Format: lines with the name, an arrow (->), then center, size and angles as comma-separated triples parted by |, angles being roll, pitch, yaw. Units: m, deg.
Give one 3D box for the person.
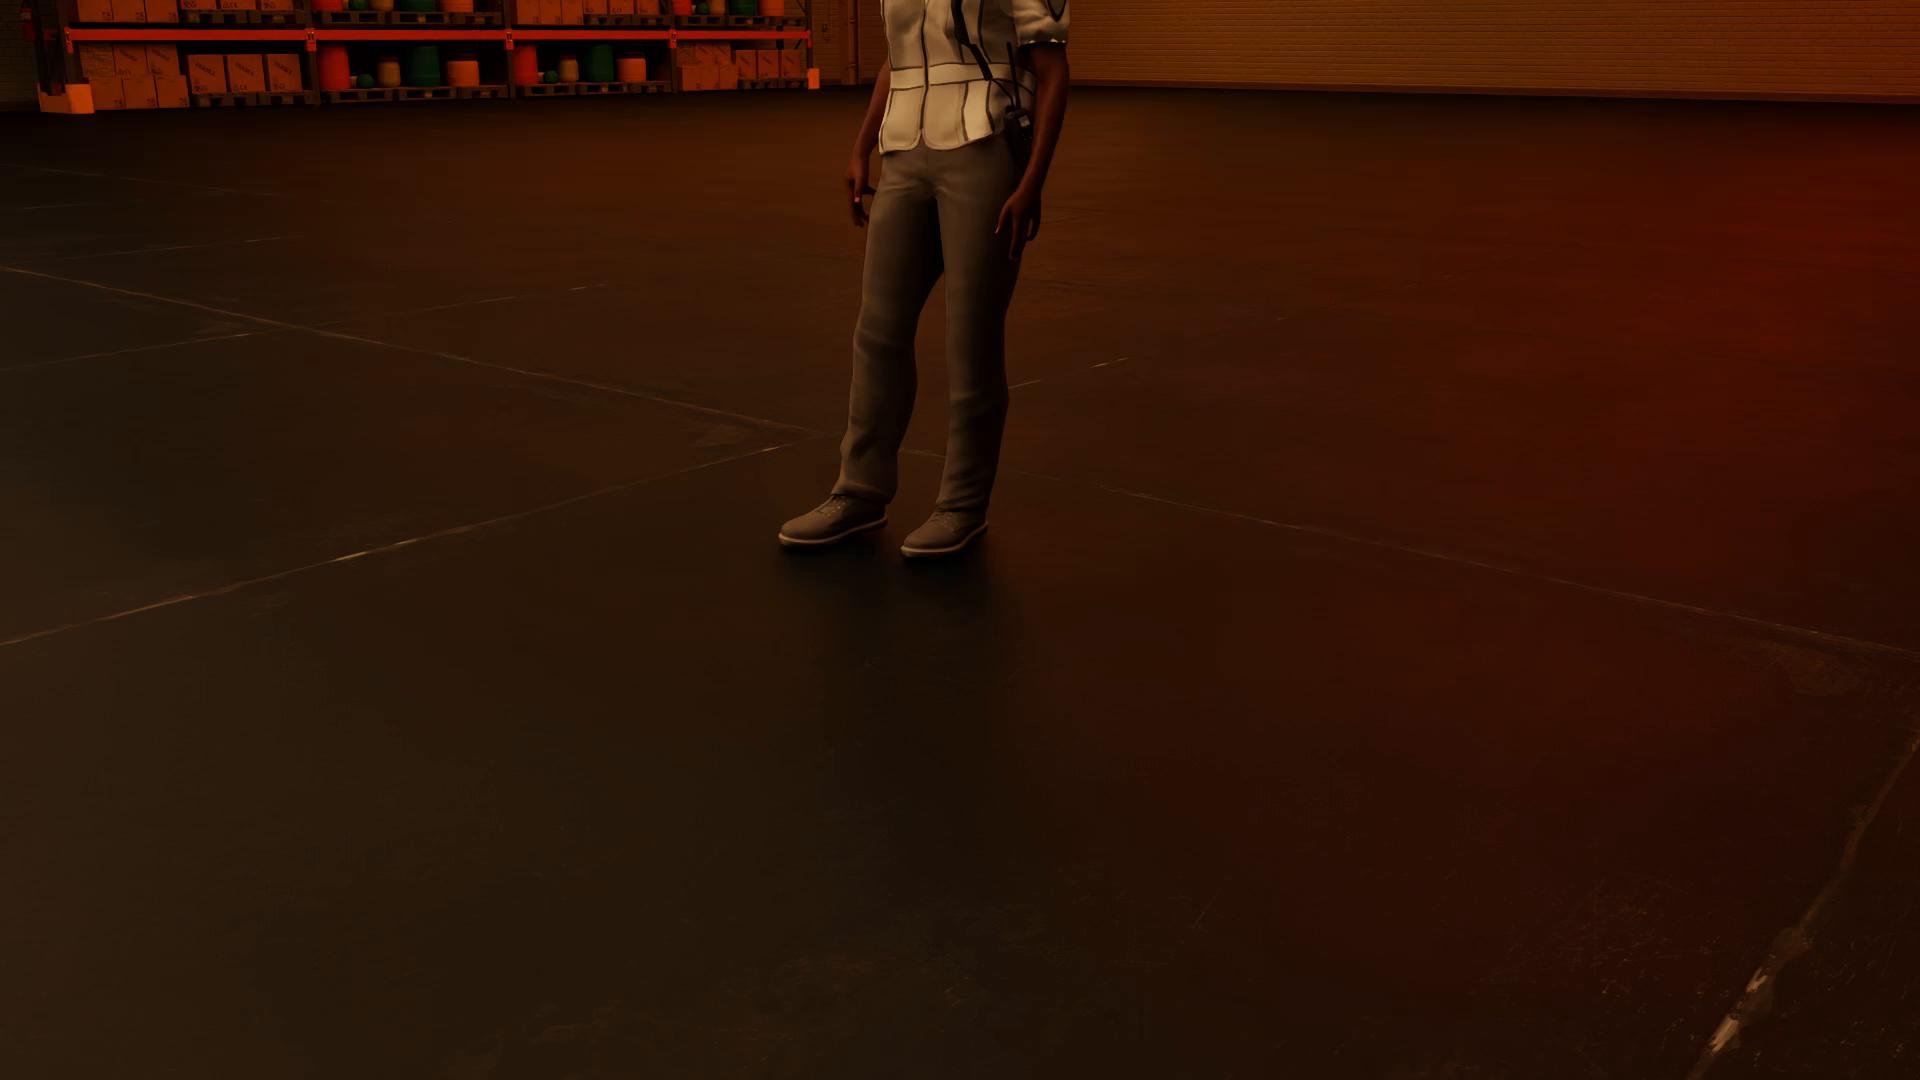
person -> -0.063, -0.805, 3.651 | 0.569, 1.694, 0.530 | 13, 21, 37
